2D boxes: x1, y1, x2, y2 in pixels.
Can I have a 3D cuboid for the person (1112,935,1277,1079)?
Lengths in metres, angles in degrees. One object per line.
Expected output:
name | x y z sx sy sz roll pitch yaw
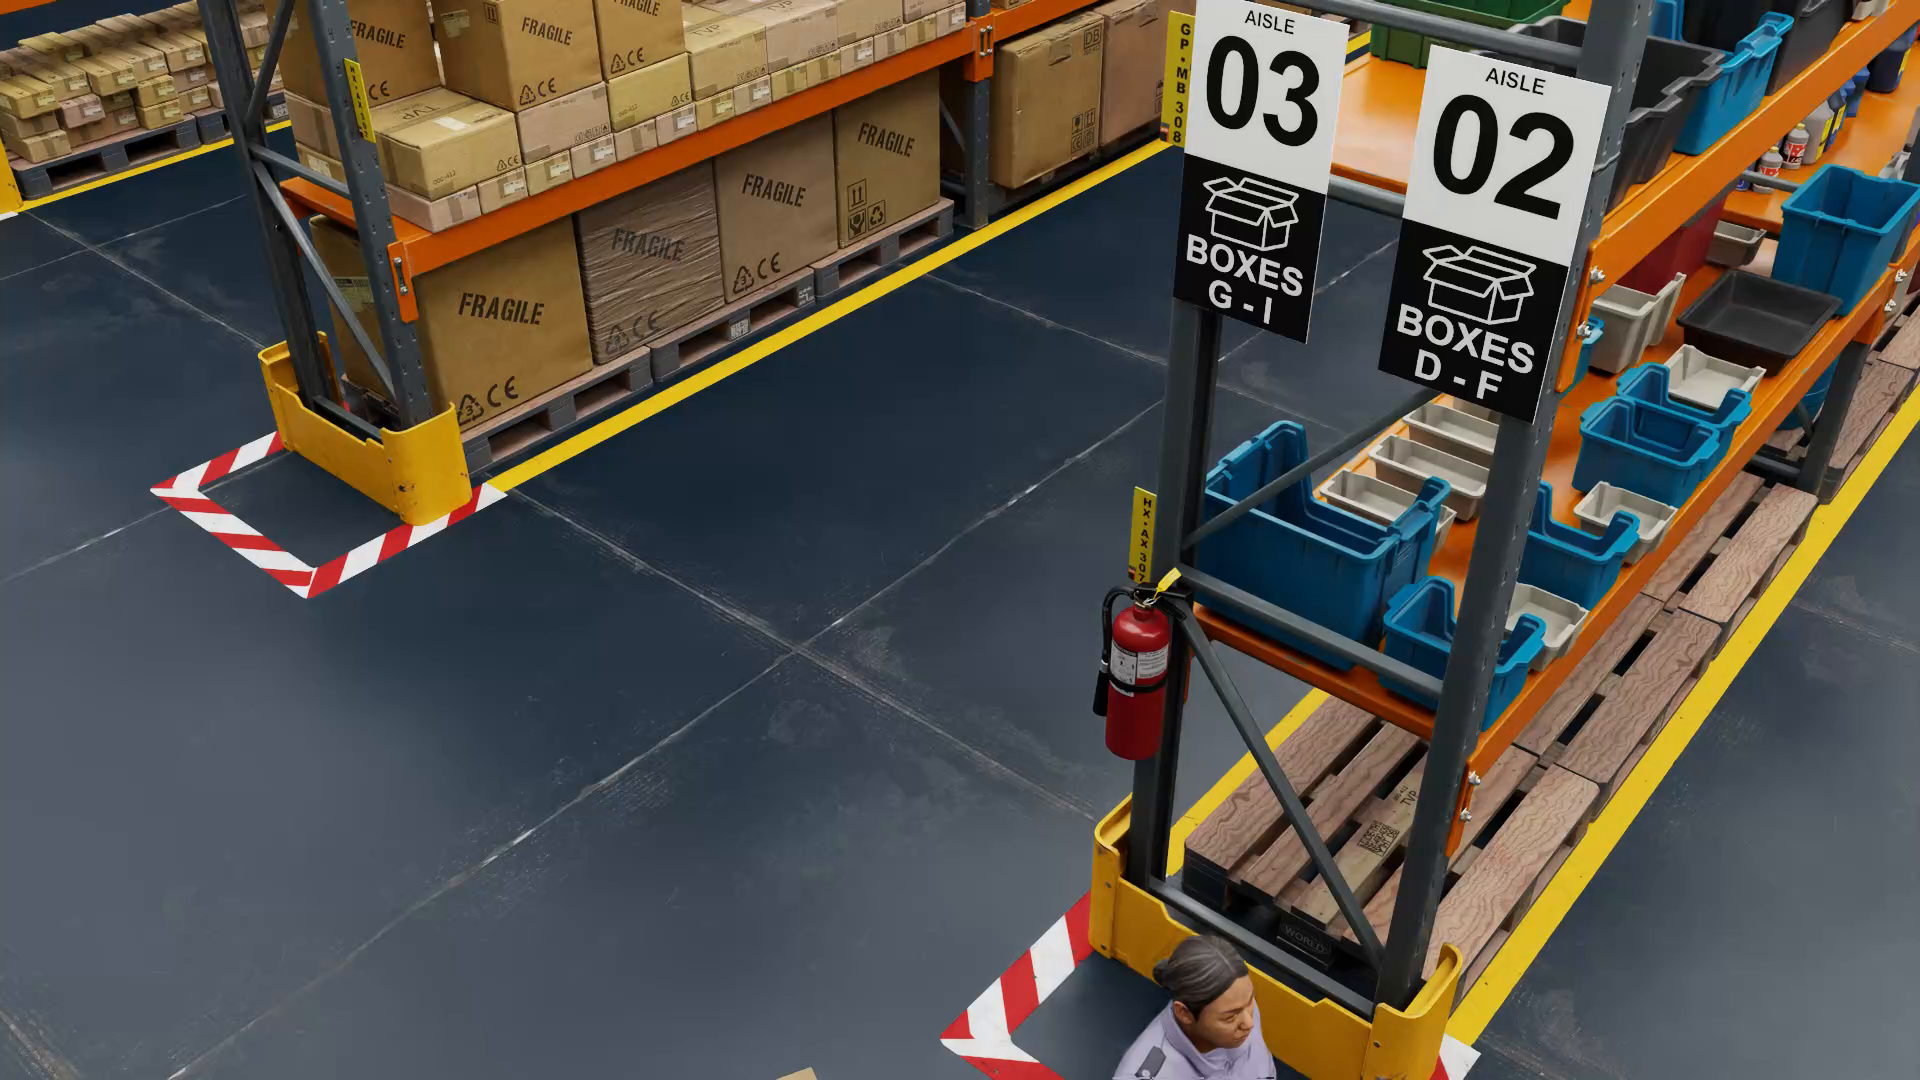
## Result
person | 0.588 1.541 3.983 0.453 1.689 0.595 28 44 34
